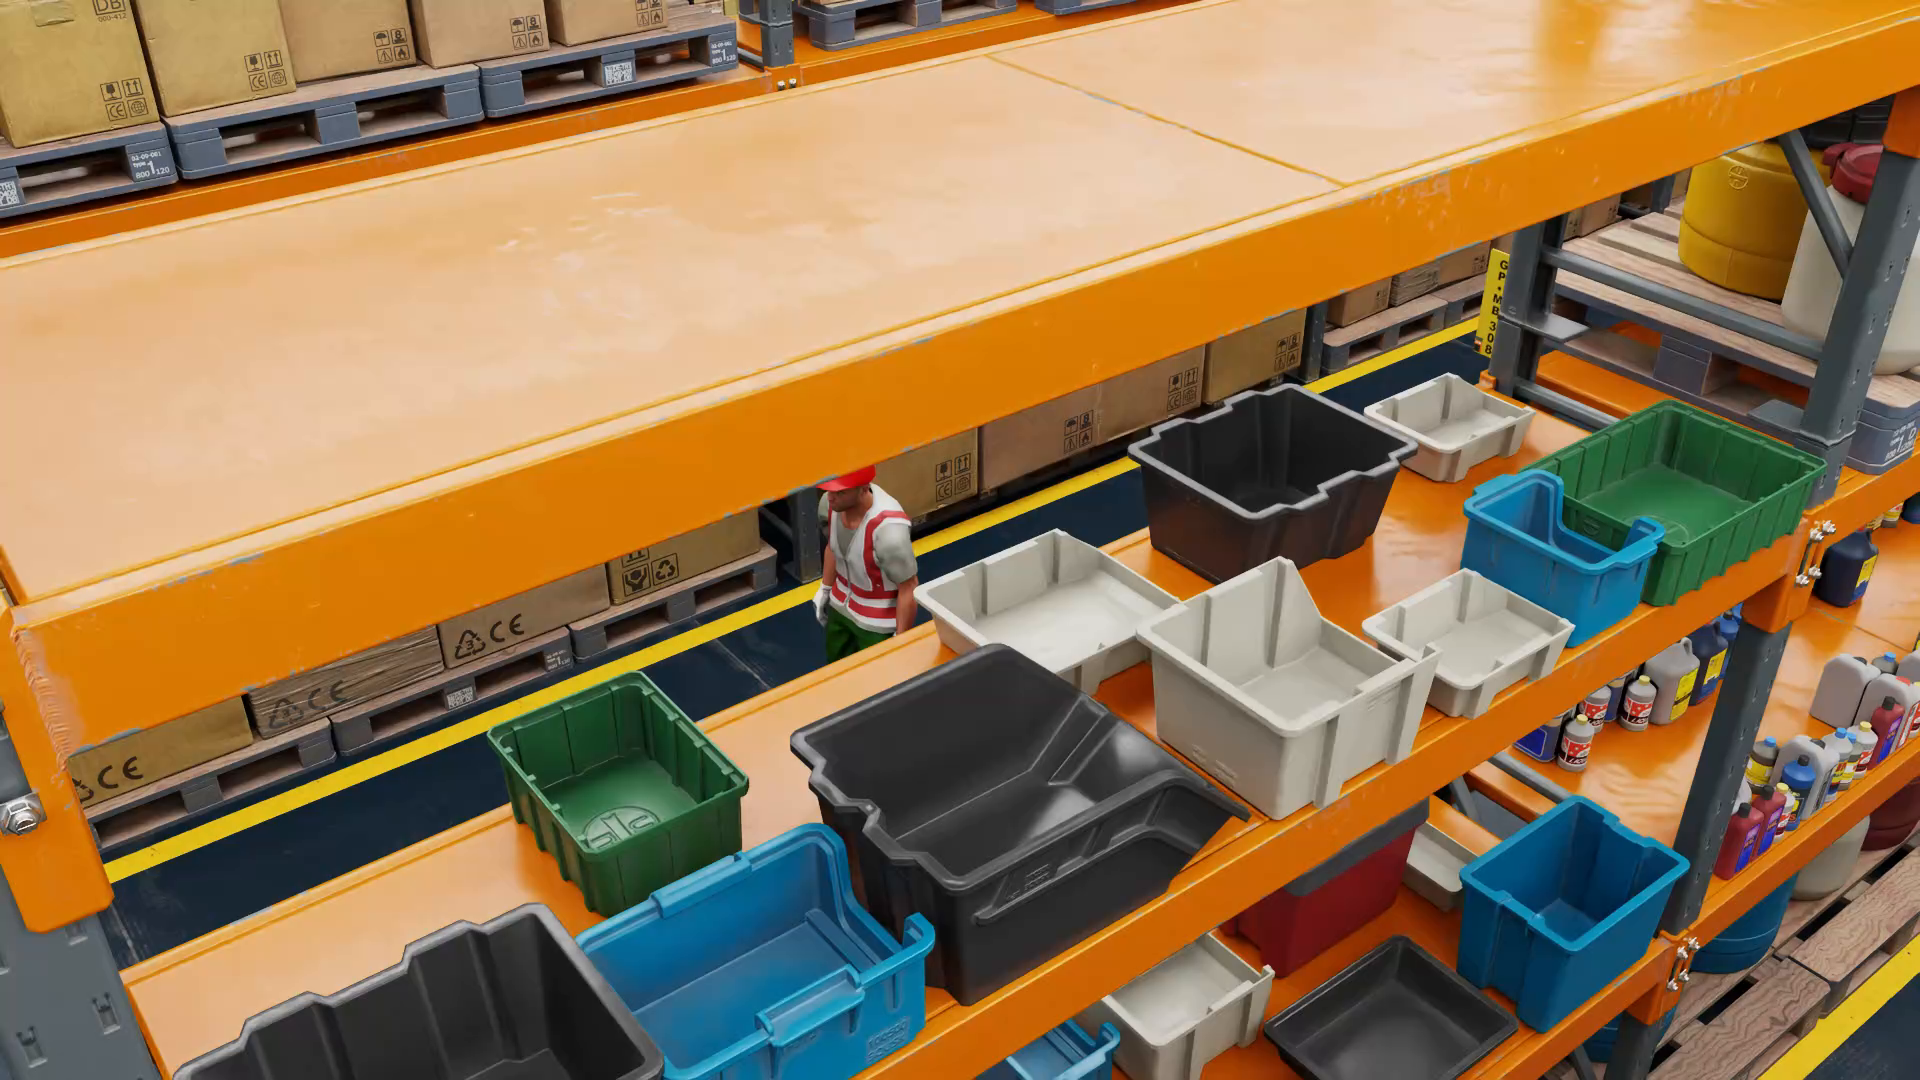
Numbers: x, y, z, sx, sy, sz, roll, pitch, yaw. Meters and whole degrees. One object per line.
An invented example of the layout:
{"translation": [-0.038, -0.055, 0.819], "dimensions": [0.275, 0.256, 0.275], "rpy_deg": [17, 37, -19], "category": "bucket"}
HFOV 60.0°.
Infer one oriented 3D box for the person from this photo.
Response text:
{"translation": [-0.428, 0.343, 7.234], "dimensions": [0.453, 1.777, 0.609], "rpy_deg": [-24, 39, -34], "category": "person"}
